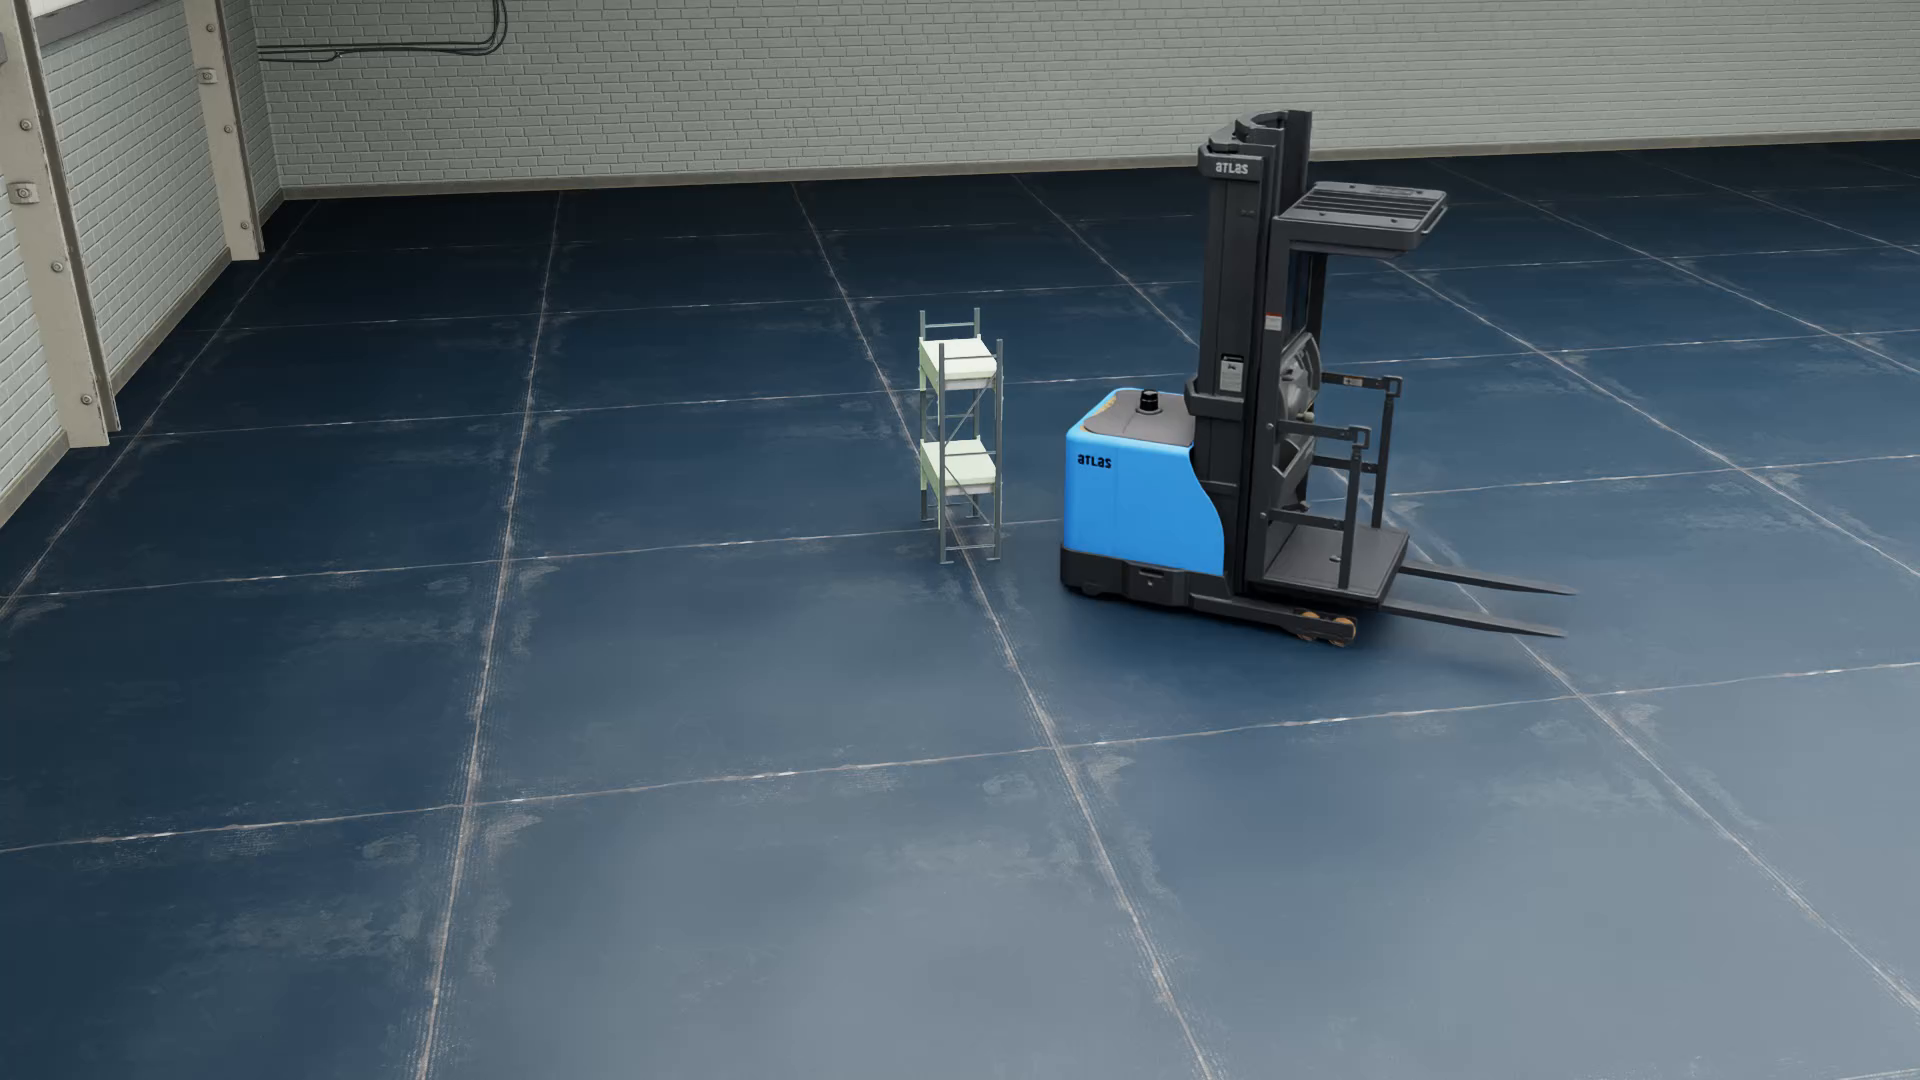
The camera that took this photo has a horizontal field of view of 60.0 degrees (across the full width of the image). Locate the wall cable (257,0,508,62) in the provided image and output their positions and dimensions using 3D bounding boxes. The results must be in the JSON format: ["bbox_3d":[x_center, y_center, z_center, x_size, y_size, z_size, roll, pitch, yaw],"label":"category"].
[{"bbox_3d":[-7.171,-7.118,20.184,3.097,2.526,0.112,-4,24,-10],"label":"wall cable"}]

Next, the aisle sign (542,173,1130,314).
[{"bbox_3d":[-1.720,-3.628,19.556,6.000,0.001,6.000,-4,24,-10],"label":"aisle sign"}]

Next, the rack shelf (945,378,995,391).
[{"bbox_3d":[-0.001,-1.113,10.771,0.332,0.071,0.664,-4,24,-10],"label":"rack shelf"}]

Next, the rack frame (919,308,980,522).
[{"bbox_3d":[-0.069,-0.834,11.285,0.400,1.500,0.023,-4,24,-10],"label":"rack frame"}]

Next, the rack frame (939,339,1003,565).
[{"bbox_3d":[0.066,-0.546,10.626,0.400,1.500,0.023,-4,24,-10],"label":"rack frame"}]

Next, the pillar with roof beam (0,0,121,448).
[{"bbox_3d":[-2.585,-5.243,12.011,9.100,9.000,0.400,-4,24,-10],"label":"pillar with roof beam"}]

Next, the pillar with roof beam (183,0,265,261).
[{"bbox_3d":[5.855,-2.236,5.064,22.890,9.050,30.400,-4,24,-10],"label":"pillar with roof beam"}]
